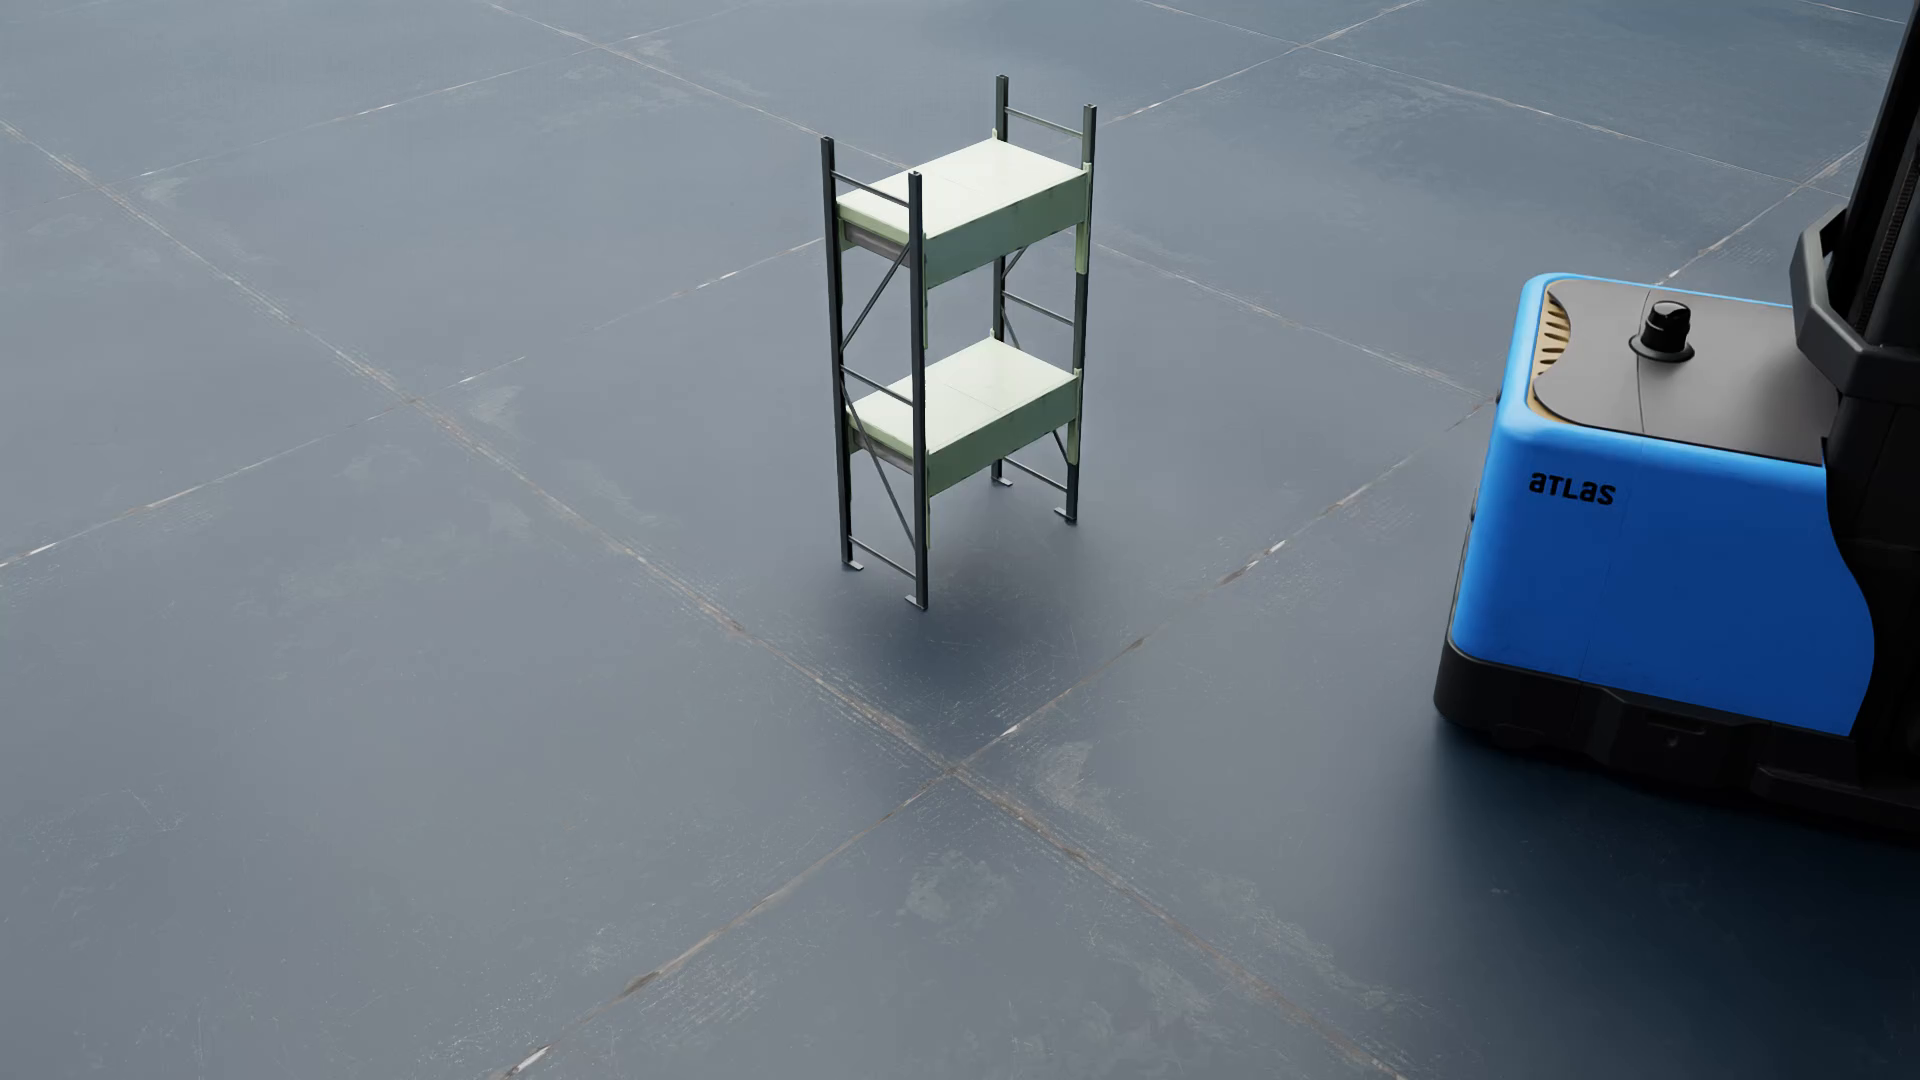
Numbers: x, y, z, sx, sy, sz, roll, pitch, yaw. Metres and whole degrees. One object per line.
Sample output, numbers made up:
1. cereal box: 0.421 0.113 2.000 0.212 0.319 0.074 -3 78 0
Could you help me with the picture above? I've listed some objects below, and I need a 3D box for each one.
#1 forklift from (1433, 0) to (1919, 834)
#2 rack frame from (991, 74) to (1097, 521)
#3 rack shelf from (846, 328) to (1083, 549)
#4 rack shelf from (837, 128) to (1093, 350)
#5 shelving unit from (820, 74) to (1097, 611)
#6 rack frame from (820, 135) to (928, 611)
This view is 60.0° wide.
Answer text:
1. forklift: 2.978 -0.605 4.055 3.031 2.935 1.130 12 37 16
2. rack frame: 0.263 -0.766 5.538 0.400 1.500 0.023 30 45 35
3. rack shelf: 0.005 -0.350 5.511 0.431 0.370 0.720 30 45 35
4. rack shelf: 0.005 -0.938 5.102 0.431 0.370 0.720 30 45 35
5. shelving unit: 0.005 -0.618 5.325 0.431 1.500 0.755 30 45 35
6. rack frame: -0.253 -0.469 5.112 0.400 1.500 0.023 30 45 35
